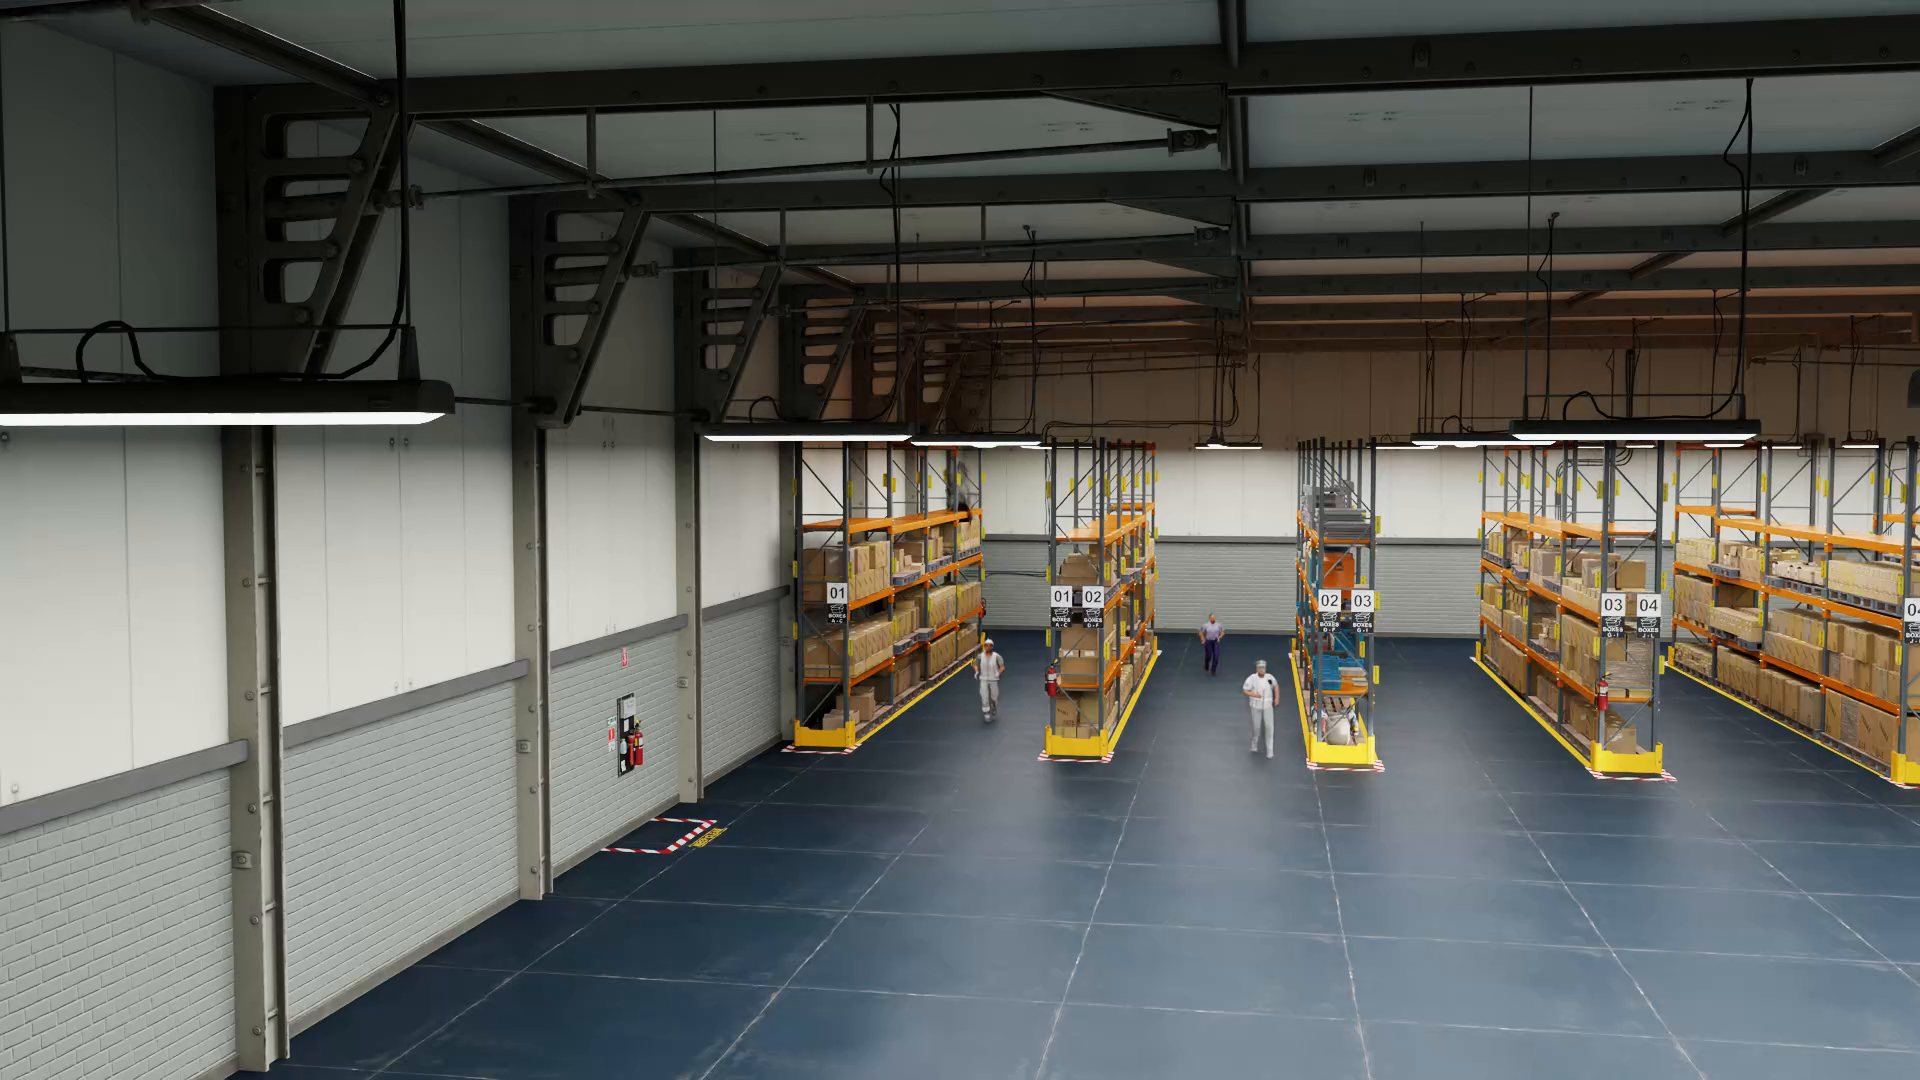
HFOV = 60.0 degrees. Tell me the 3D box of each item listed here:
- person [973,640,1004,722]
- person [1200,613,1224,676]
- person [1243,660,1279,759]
[{"bbox_3d":[0.606,2.982,35.336,0.658,1.741,0.687,0,3,6],"label":"person"},{"bbox_3d":[6.467,2.678,42.609,0.607,1.606,0.549,0,3,0],"label":"person"},{"bbox_3d":[5.690,3.180,31.436,0.692,1.852,0.812,0,3,2],"label":"person"}]
